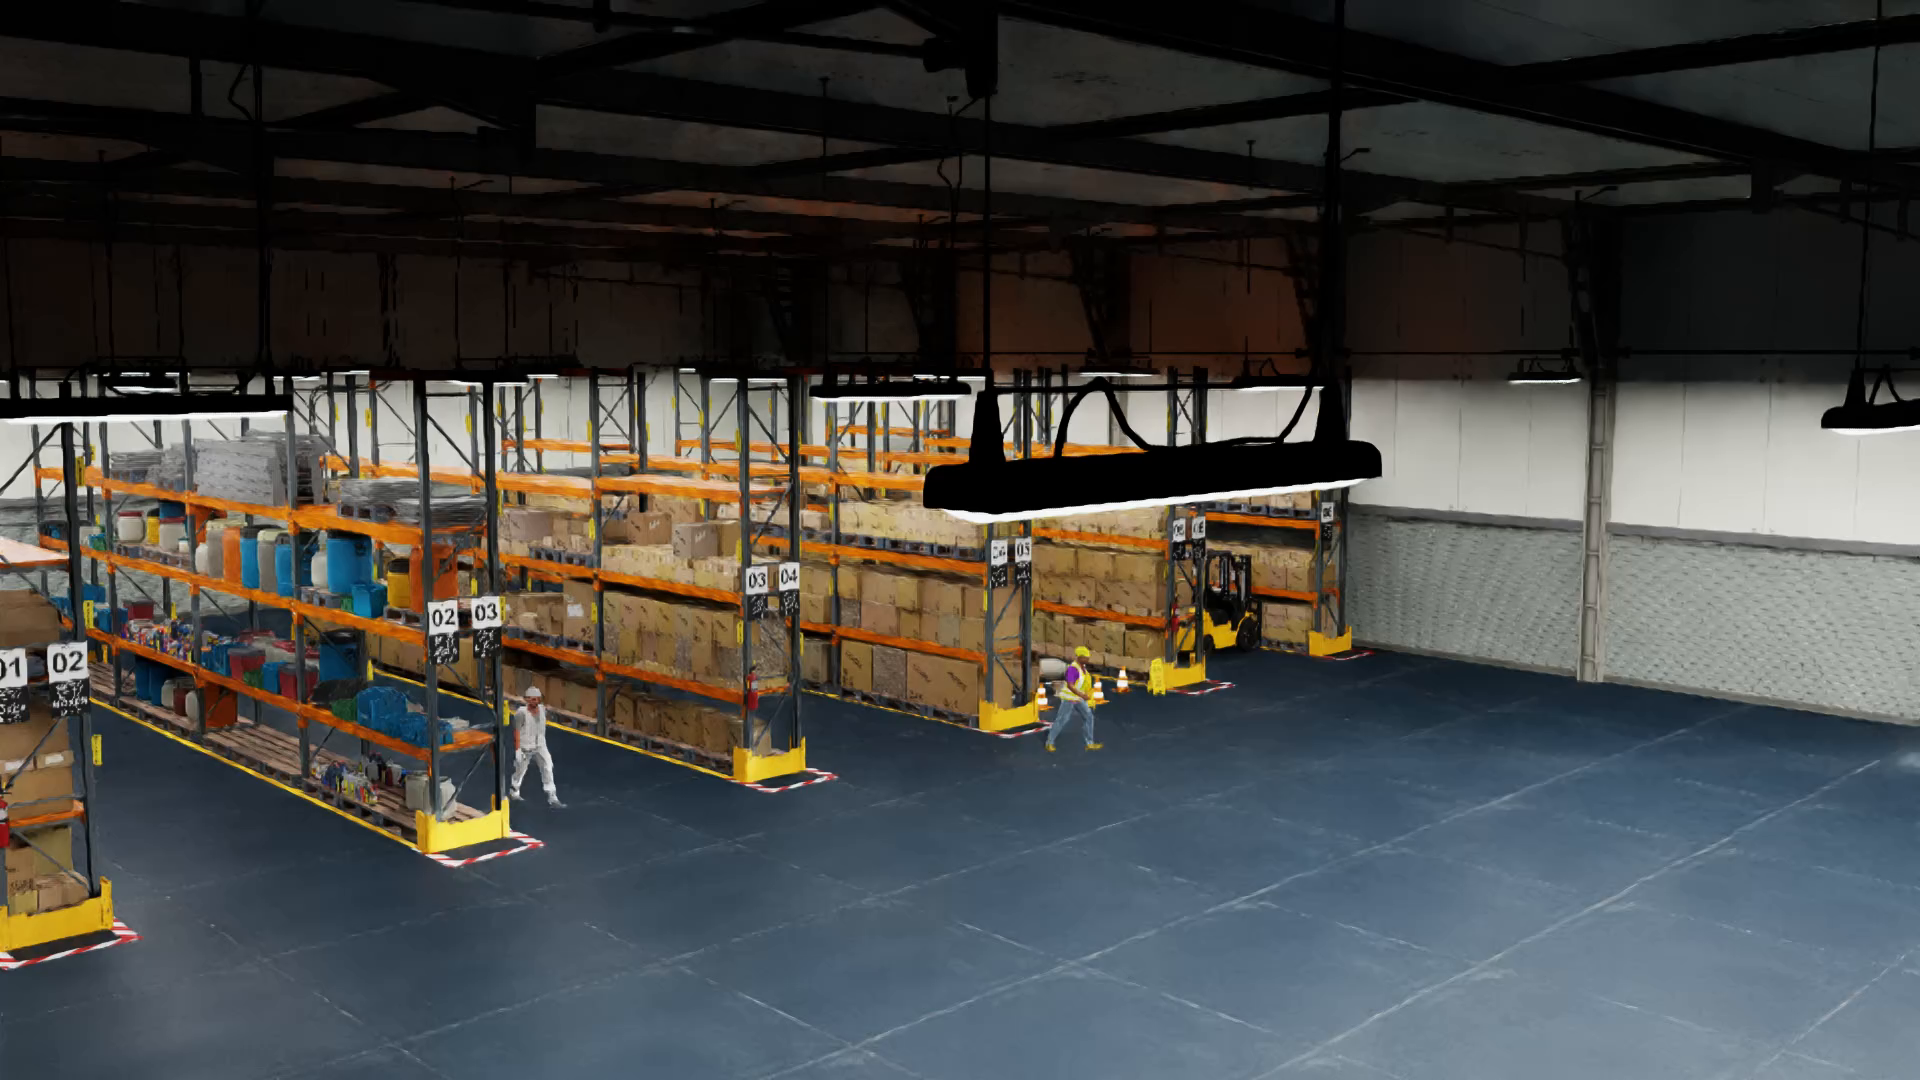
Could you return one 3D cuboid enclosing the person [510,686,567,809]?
[{"bbox_3d":[-5.924,2.867,23.074,0.553,1.709,1.123,-6,9,-42],"label":"person"}]

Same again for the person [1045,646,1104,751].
[{"bbox_3d":[1.794,2.510,26.370,0.836,1.703,0.710,4,7,29],"label":"person"}]
